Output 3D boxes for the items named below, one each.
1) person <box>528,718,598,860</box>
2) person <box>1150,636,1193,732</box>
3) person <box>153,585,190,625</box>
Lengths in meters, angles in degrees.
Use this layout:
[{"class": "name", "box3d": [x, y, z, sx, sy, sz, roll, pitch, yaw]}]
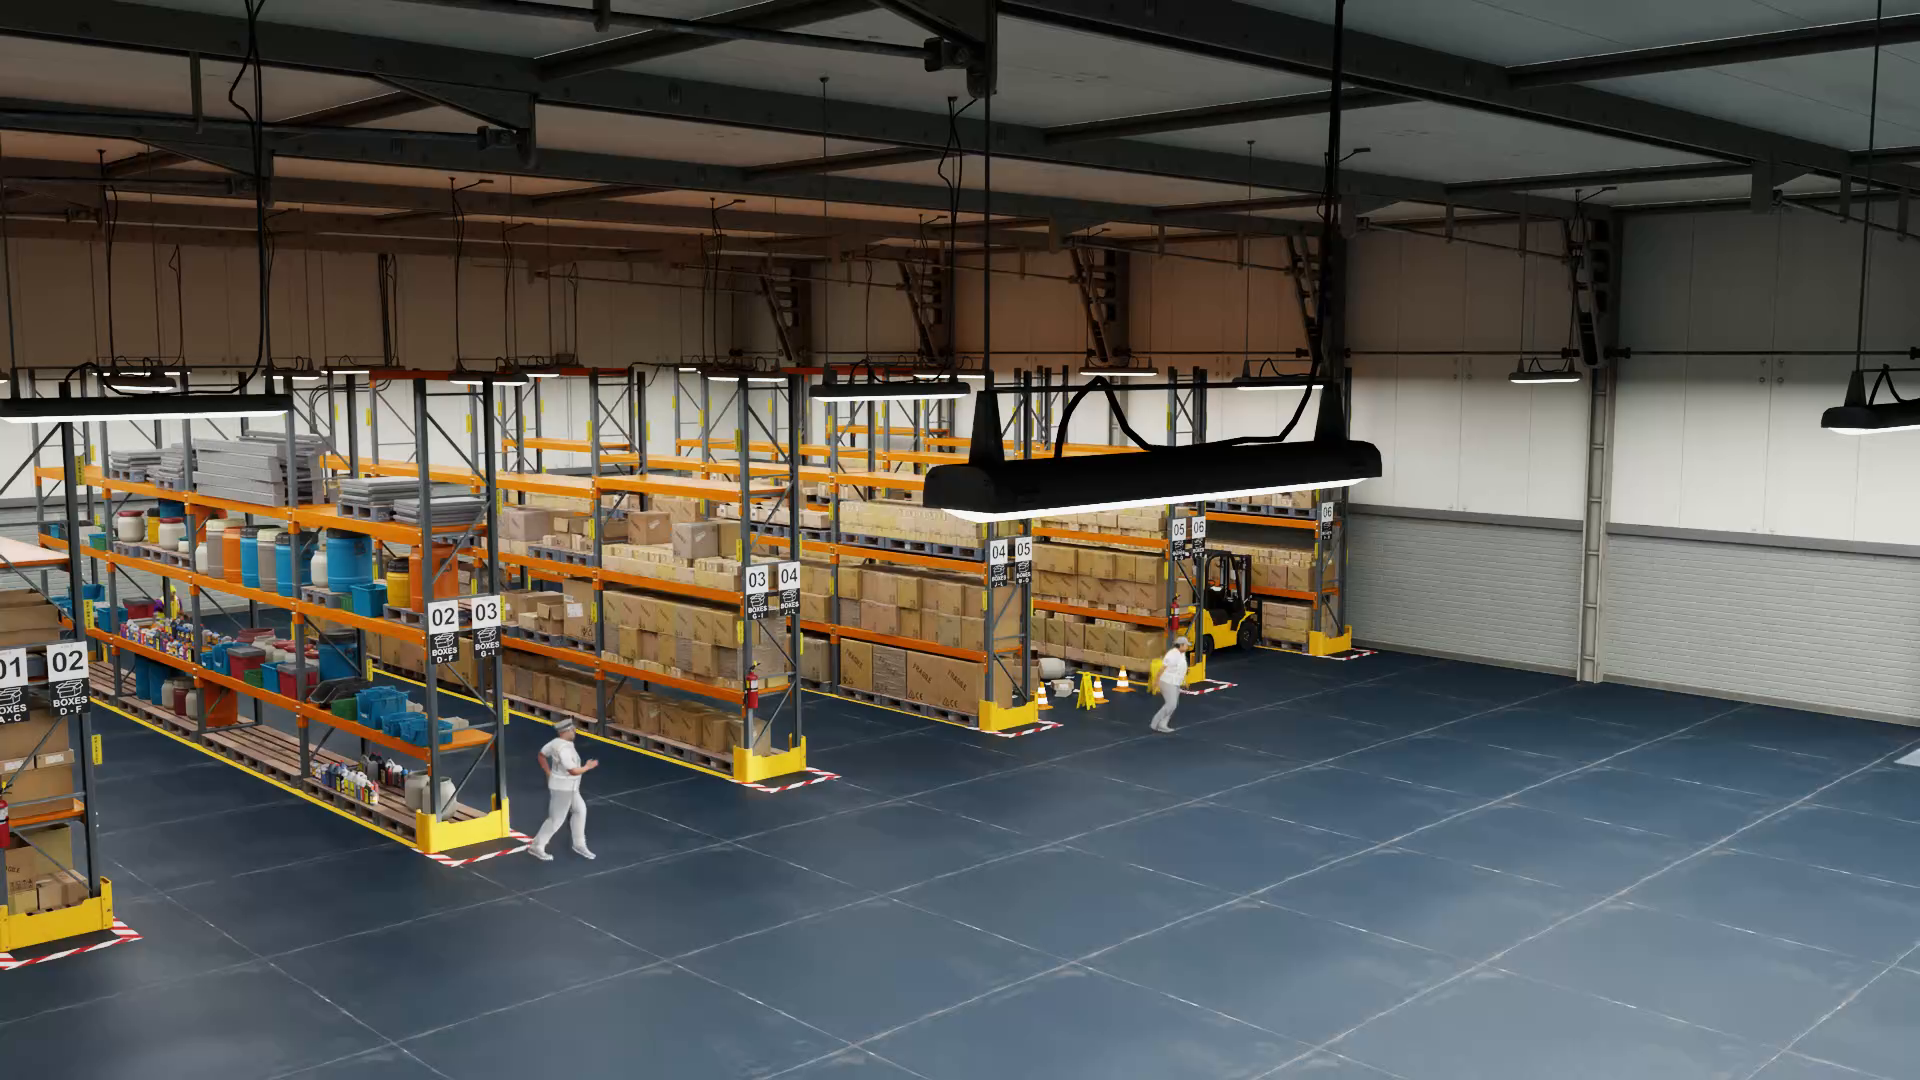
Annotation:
[{"class": "person", "box3d": [-4.935, 3.125, 20.650, 0.891, 1.838, 0.618, -2, 7, -17]}, {"class": "person", "box3d": [3.531, 2.416, 27.711, 0.589, 1.627, 0.649, 4, 8, 34]}, {"class": "person", "box3d": [-15.964, 1.732, 33.576, 0.851, 1.716, 0.698, 1, 6, 6]}]
